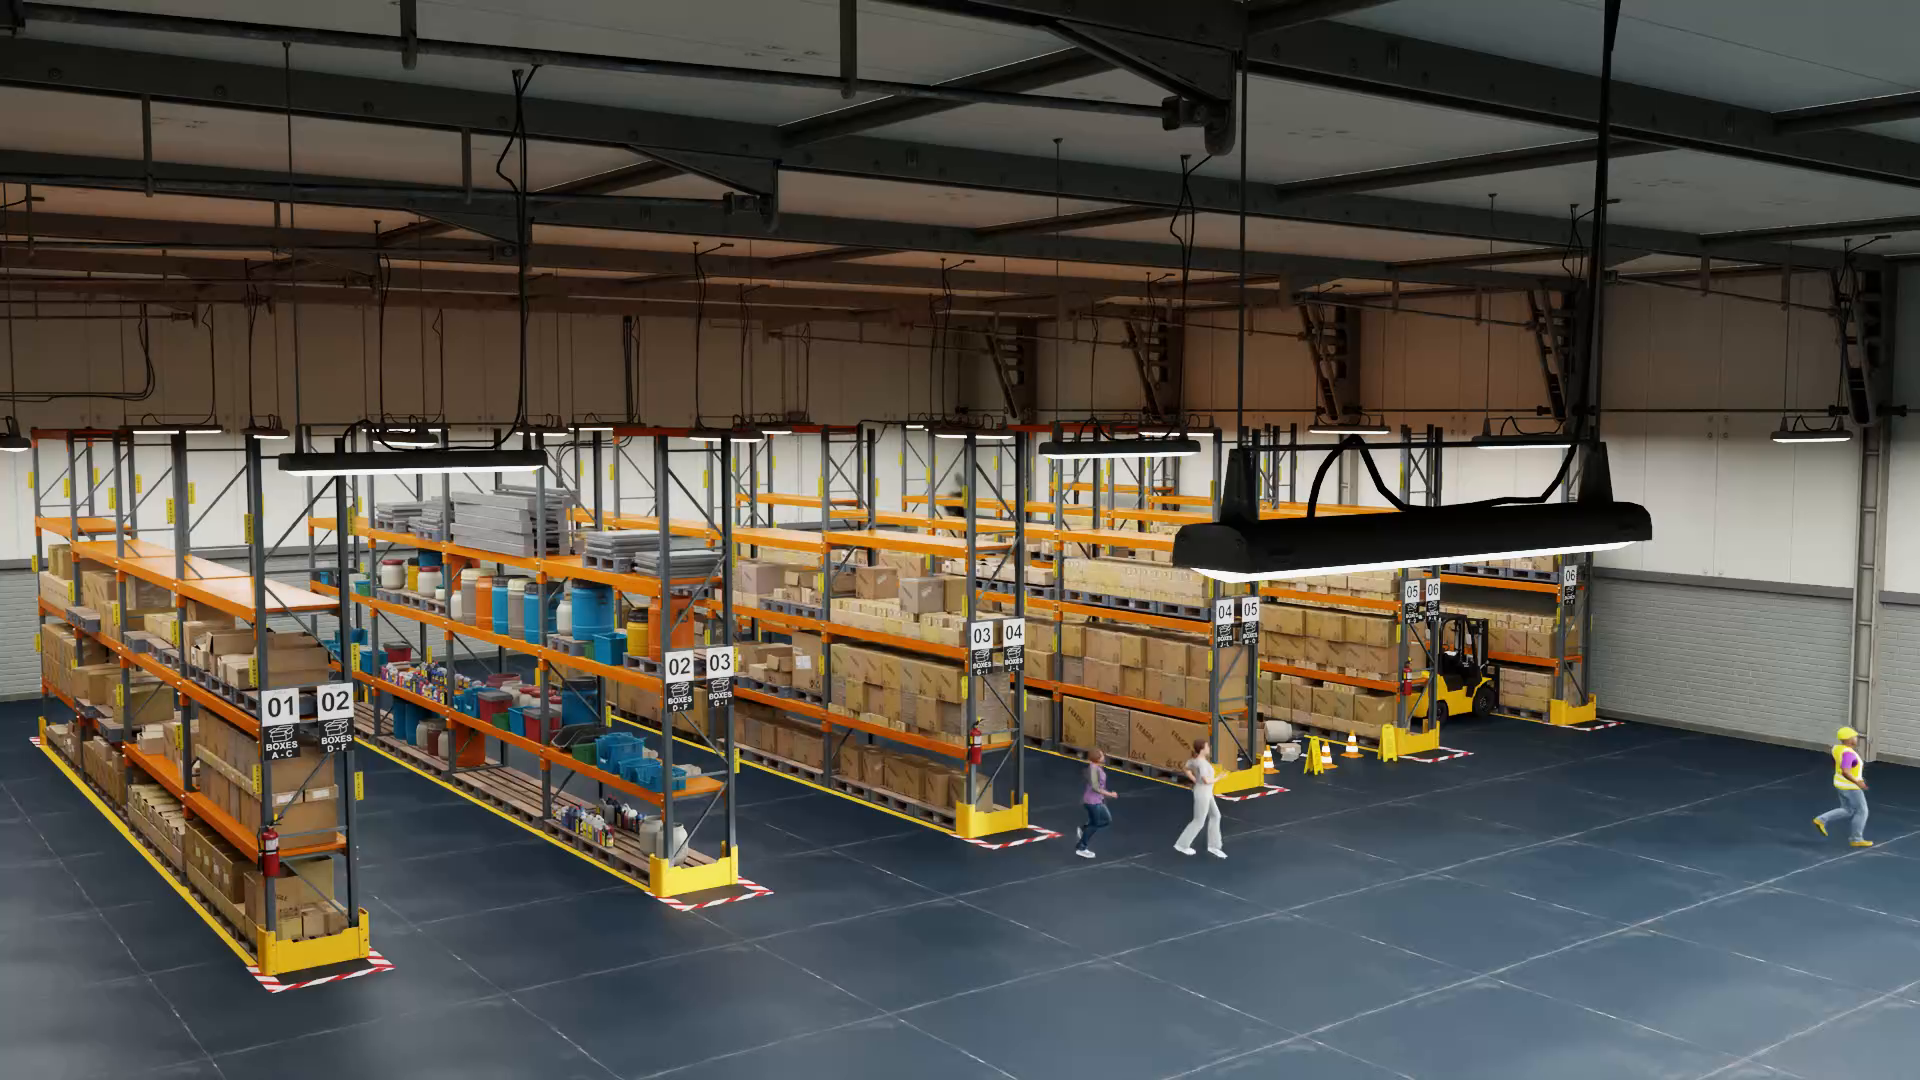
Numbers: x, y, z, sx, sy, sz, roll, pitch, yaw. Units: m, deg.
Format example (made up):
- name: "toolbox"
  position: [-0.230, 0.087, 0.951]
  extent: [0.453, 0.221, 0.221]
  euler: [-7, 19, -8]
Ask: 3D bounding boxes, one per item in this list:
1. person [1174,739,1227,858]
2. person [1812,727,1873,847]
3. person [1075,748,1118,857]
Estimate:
- name: "person"
  position: [3.397, 3.647, 23.406]
  extent: [0.758, 1.716, 0.552]
  euler: [0, 4, 3]
- name: "person"
  position: [12.842, 3.575, 24.107]
  extent: [0.795, 1.732, 0.711]
  euler: [1, 5, 8]
- name: "person"
  position: [1.946, 3.709, 23.578]
  extent: [0.609, 1.560, 0.573]
  euler: [1, 5, 10]
